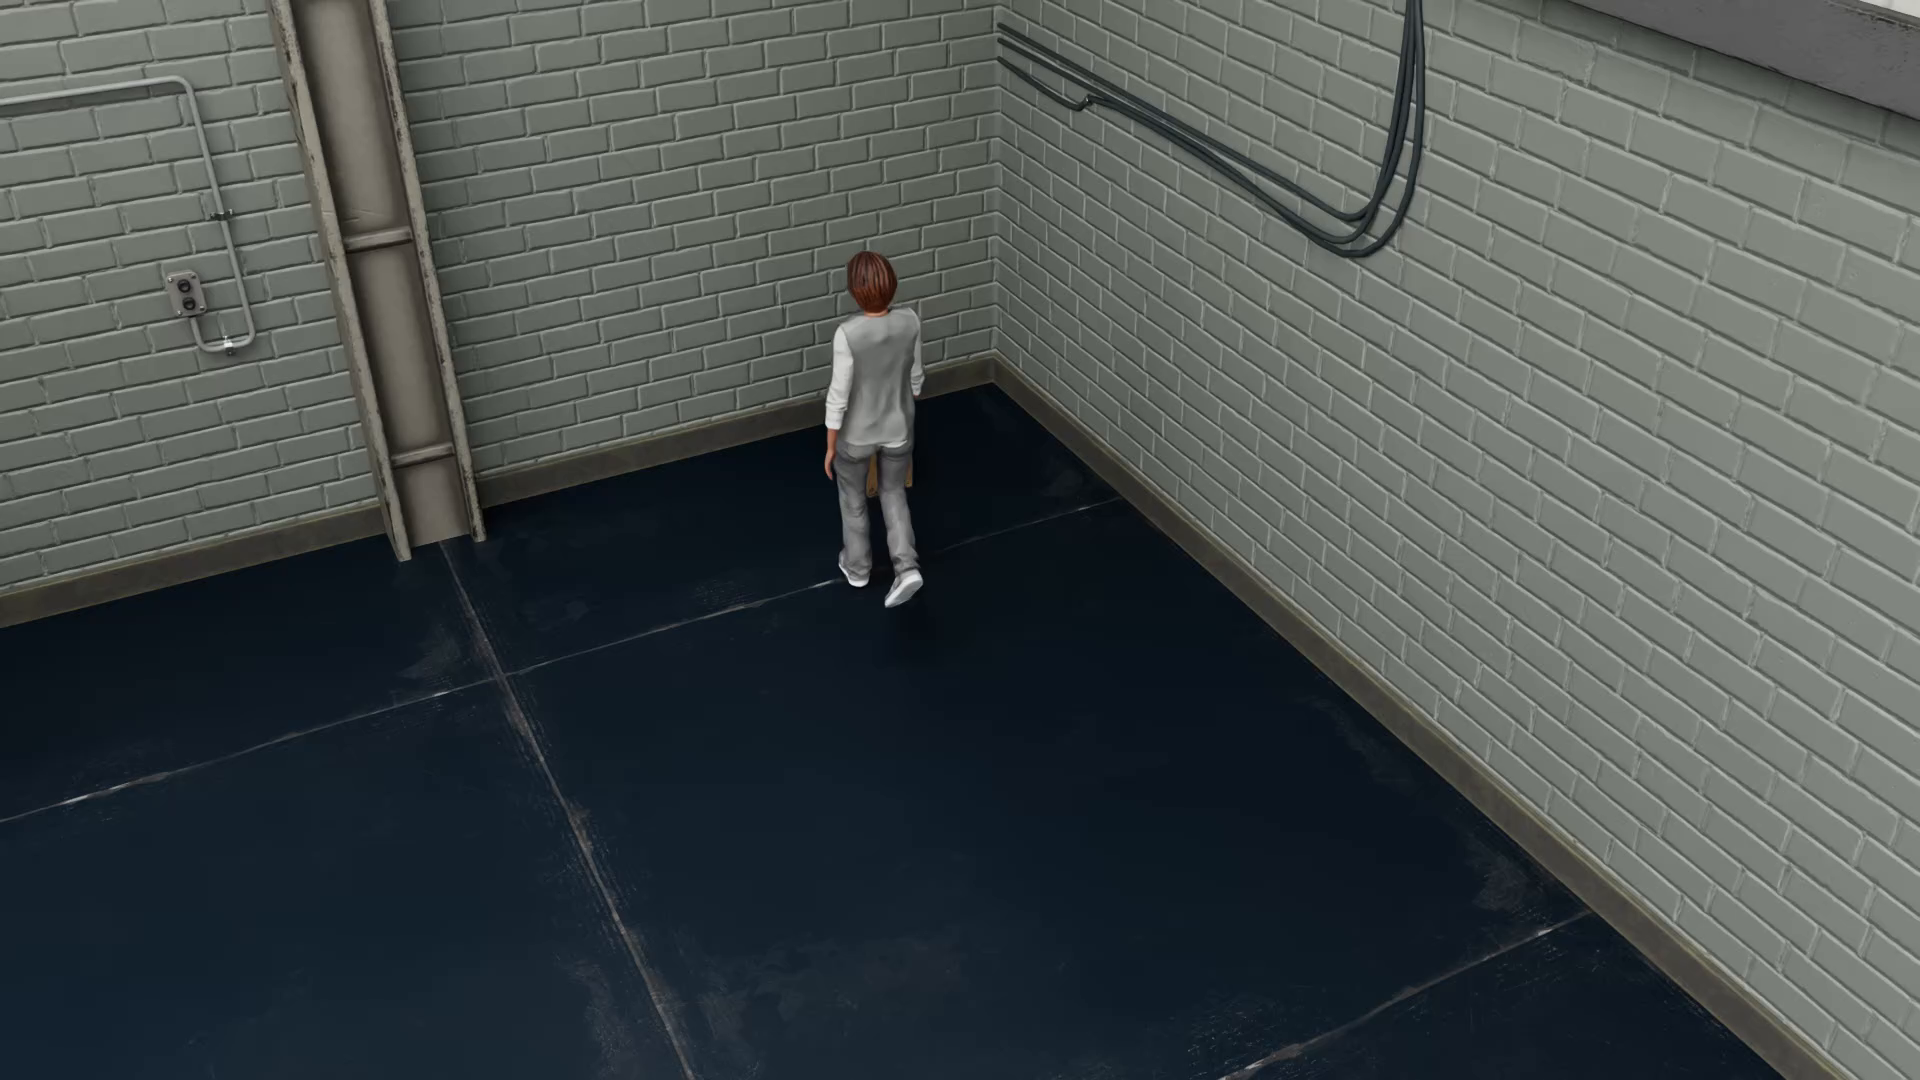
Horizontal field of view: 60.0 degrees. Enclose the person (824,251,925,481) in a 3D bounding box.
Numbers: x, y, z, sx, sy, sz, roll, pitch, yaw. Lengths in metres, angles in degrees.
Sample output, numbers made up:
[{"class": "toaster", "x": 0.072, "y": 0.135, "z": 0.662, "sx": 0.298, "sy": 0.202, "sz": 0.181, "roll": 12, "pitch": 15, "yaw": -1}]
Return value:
[{"class": "person", "x": -0.360, "y": -0.709, "z": 6.628, "sx": 0.449, "sy": 0.934, "sz": 0.270, "roll": -11, "pitch": 35, "yaw": -16}]
